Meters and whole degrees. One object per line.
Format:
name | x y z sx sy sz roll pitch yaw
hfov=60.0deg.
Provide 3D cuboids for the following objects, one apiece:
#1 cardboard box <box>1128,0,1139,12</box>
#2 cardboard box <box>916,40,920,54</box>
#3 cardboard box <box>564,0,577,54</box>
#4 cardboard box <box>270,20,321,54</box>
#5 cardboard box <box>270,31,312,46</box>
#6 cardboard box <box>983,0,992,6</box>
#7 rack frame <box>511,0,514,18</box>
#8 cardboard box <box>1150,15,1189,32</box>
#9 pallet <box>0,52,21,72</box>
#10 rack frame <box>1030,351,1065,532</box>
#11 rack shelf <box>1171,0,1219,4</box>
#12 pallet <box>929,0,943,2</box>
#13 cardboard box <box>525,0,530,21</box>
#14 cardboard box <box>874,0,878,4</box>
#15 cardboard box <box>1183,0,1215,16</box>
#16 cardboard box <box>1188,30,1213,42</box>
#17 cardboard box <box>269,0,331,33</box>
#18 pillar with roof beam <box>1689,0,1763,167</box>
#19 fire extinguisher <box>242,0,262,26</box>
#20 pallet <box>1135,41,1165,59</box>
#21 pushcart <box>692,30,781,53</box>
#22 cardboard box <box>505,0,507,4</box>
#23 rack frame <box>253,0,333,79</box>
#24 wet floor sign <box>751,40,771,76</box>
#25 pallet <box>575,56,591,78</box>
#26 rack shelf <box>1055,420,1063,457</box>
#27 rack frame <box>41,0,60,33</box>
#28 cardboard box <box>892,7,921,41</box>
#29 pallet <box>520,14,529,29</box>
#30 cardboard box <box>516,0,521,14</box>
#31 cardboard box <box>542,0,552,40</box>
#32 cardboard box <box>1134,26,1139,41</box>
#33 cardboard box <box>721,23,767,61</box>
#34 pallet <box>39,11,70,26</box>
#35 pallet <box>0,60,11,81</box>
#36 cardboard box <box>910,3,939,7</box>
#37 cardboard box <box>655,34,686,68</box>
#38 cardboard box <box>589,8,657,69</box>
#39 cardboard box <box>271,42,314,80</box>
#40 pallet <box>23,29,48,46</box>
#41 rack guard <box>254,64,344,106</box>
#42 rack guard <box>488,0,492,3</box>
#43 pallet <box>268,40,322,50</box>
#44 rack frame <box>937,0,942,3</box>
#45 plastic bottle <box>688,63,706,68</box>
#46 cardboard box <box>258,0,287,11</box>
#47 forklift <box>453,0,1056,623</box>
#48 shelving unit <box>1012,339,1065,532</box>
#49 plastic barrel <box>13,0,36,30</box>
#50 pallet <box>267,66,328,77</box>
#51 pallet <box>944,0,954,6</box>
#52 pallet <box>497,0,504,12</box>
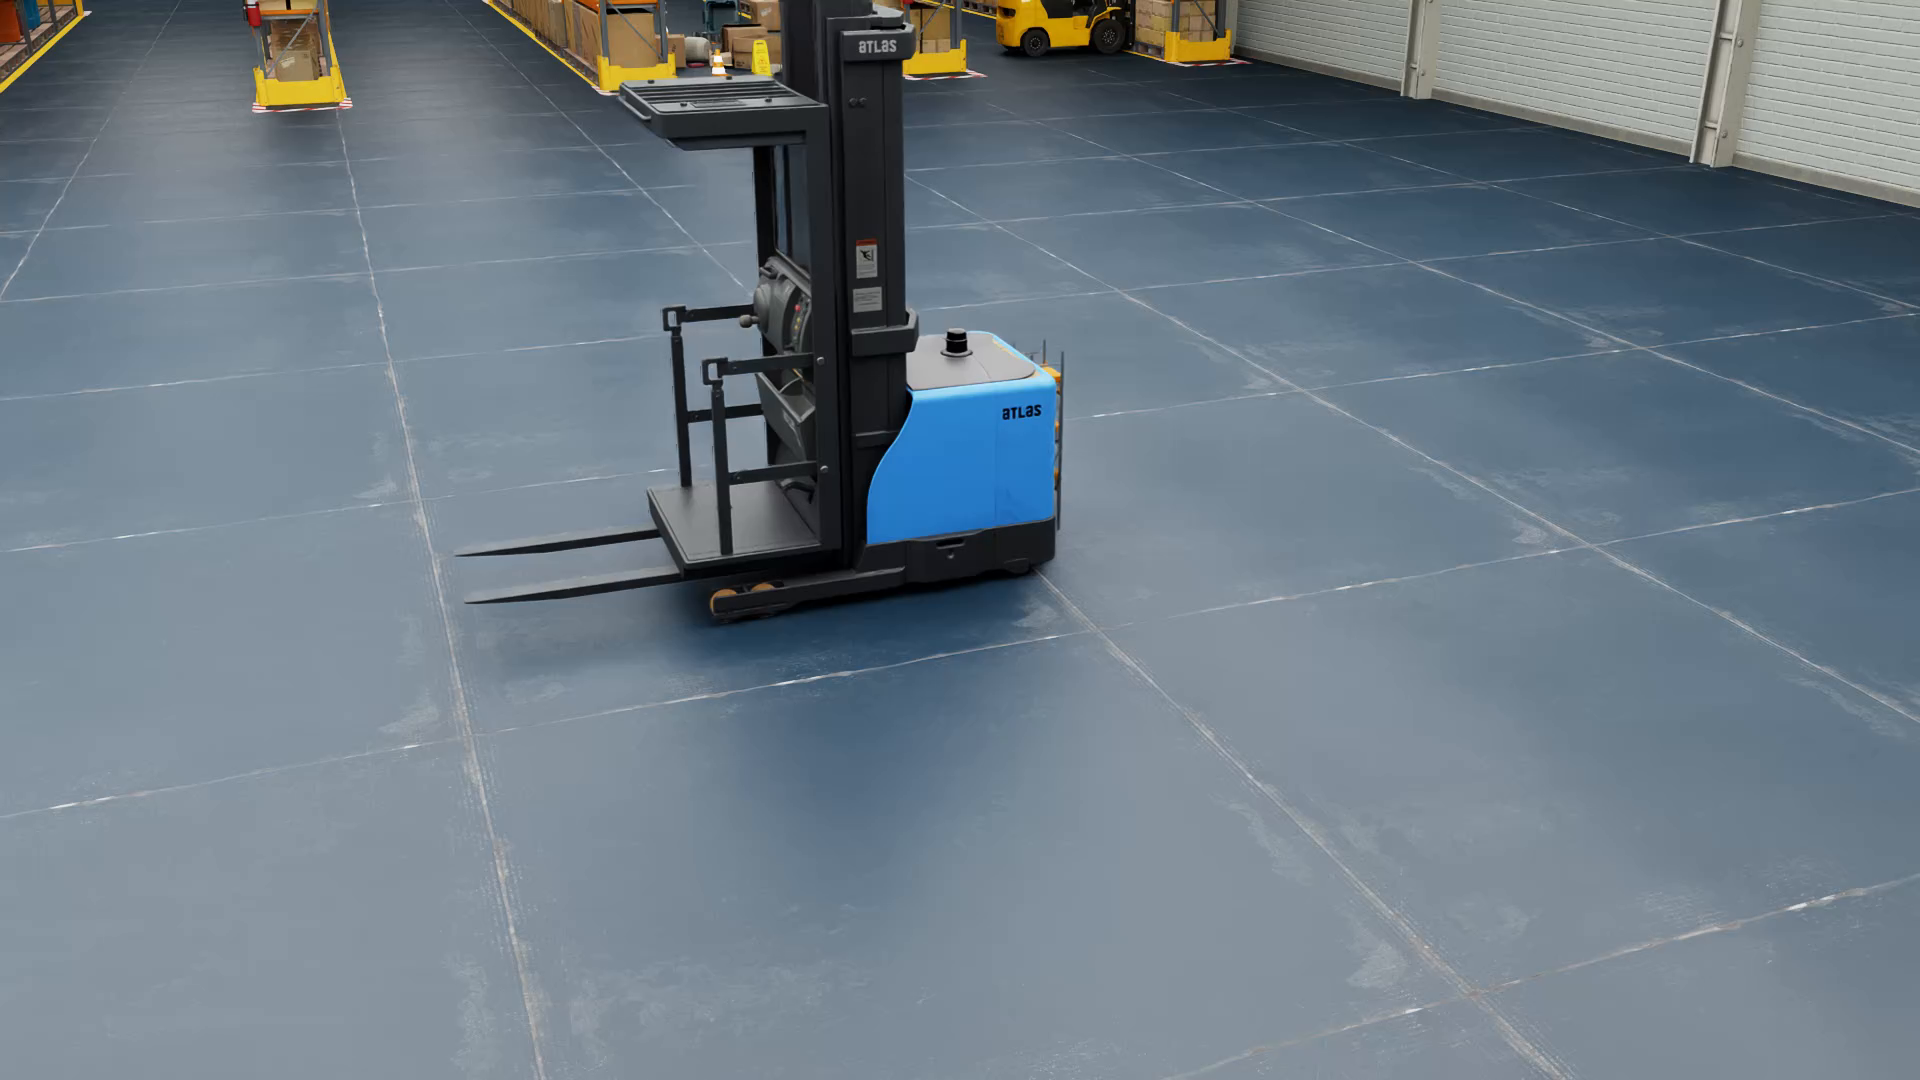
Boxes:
cardboard box | 3.357 -9.763 30.263 0.500 0.250 0.500 -8 24 -18
cardboard box | -1.003 -8.394 28.302 0.500 0.250 0.500 -8 24 -19
cardboard box | -6.309 -8.916 28.736 0.875 0.875 0.875 -8 24 -18
cardboard box | -11.338 -8.572 28.378 0.700 0.500 0.500 -10 25 -23
cardboard box | -10.828 -7.979 26.997 0.500 0.500 0.500 -1 23 -2
cardboard box | 0.841 -12.140 36.869 0.500 0.500 0.500 -9 24 -20
rack frame | -9.292 -12.846 35.866 1.000 3.000 0.127 -8 24 -19
cardboard box | 3.720 -9.175 29.512 0.500 0.250 0.500 -9 24 -20
pallet | -16.524 -8.055 28.089 1.003 0.211 1.213 -8 24 -19
rack frame | 0.469 -0.522 9.136 0.200 1.050 0.008 -8 24 -19
rack shelf | 3.478 -10.279 30.703 1.077 0.370 4.000 -8 24 -19
pallet | -0.296 -13.209 40.318 1.003 0.211 1.213 -8 24 -19
cardboard box | -8.536 -10.827 33.753 0.500 0.500 0.500 -7 24 -17
cardboard box | -1.263 -9.244 28.519 0.380 0.149 0.250 -8 24 -18
cardboard box | 4.192 -9.472 29.573 0.500 0.250 0.500 -9 24 -20
cardboard box | 4.194 -9.016 29.778 0.500 0.250 0.500 -8 24 -19
cardboard box | -12.779 -10.217 31.823 1.225 0.875 0.875 -10 25 -21
pillar with roof beam | 4.994 -8.074 16.821 9.100 9.000 0.400 -8 24 -19
fire extinguisher | -10.119 -7.702 23.760 0.296 0.674 0.183 -8 24 -19
pallet | 3.876 -8.871 30.026 1.003 0.211 1.213 -8 24 -19
pushcart | -3.986 -9.116 30.392 1.648 0.377 0.936 -18 29 -37
cardboard box | -9.916 -12.015 37.024 0.380 0.149 0.250 -9 25 -21
rack frame | -9.728 -7.842 23.994 1.000 3.000 0.127 -8 24 -19
wet floor sign | -3.190 -7.662 26.598 0.267 0.644 0.232 -13 26 -28
pallet | -5.835 -7.923 27.777 1.003 0.211 1.213 -8 24 -19
rack shelf | 0.425 -0.556 9.245 0.215 0.259 0.240 -8 24 -19
rack frame | -18.601 -11.523 32.726 1.000 3.000 0.127 -8 24 -19
cardboard box | -0.984 -8.729 28.132 0.500 0.500 0.500 -8 24 -19
pallet | -8.581 -10.834 34.684 1.003 0.211 1.213 -8 24 -19
cardboard box | -9.090 -11.391 35.091 0.500 0.500 0.500 -7 24 -17
cardboard box | -7.106 -9.660 30.664 1.050 0.750 0.750 -8 24 -19
cardboard box | 3.388 -9.303 30.460 0.500 0.250 0.500 -8 24 -18
cardboard box | -3.785 -8.743 29.172 0.797 0.637 0.503 -8 24 -19
pallet | -19.332 -10.944 34.943 1.003 0.211 1.213 -8 24 -19
pallet | -16.089 -7.611 27.036 1.003 0.211 1.213 -8 24 -19
cardboard box | -0.681 -9.003 28.782 0.500 0.500 0.500 -9 25 -21
cardboard box | -4.957 -8.365 28.450 0.500 0.500 0.500 -4 23 -10
cardboard box | -5.354 -7.938 26.416 0.875 0.875 0.875 -8 24 -19
cardboard box | -10.177 -7.325 25.446 0.500 0.500 0.500 -2 23 -5
pallet | -17.933 -9.508 31.536 1.003 0.211 1.213 -8 24 -19
rack guard | -9.755 -6.718 24.545 1.175 0.500 0.348 -8 24 -19
rack guard | -10.678 -13.120 39.735 1.175 0.500 0.348 -8 24 -19
pallet | -11.853 -8.737 29.708 1.003 0.211 1.213 -8 24 -19
rack frame | -0.054 -14.244 39.184 1.000 3.000 0.127 -8 24 -19
plastic bottle | -4.498 -8.126 28.451 0.283 0.061 0.133 -18 29 -37
cardboard box | -10.022 -7.801 24.221 0.380 0.149 0.250 -8 24 -19
forklift | -1.067 -1.168 8.248 3.031 2.935 1.130 -8 24 -18
shelving unit | 0.425 -0.566 9.241 0.215 1.050 0.252 -8 24 -19
plastic barrel | -18.175 -10.292 31.967 0.600 0.901 0.708 -8 24 -19
pallet | -10.436 -7.327 26.363 1.003 0.211 1.213 -8 24 -19
pallet | 0.268 -12.669 39.037 1.003 0.211 1.213 -8 24 -19
pallet | -9.997 -12.244 38.029 1.003 0.211 1.213 -8 24 -19
